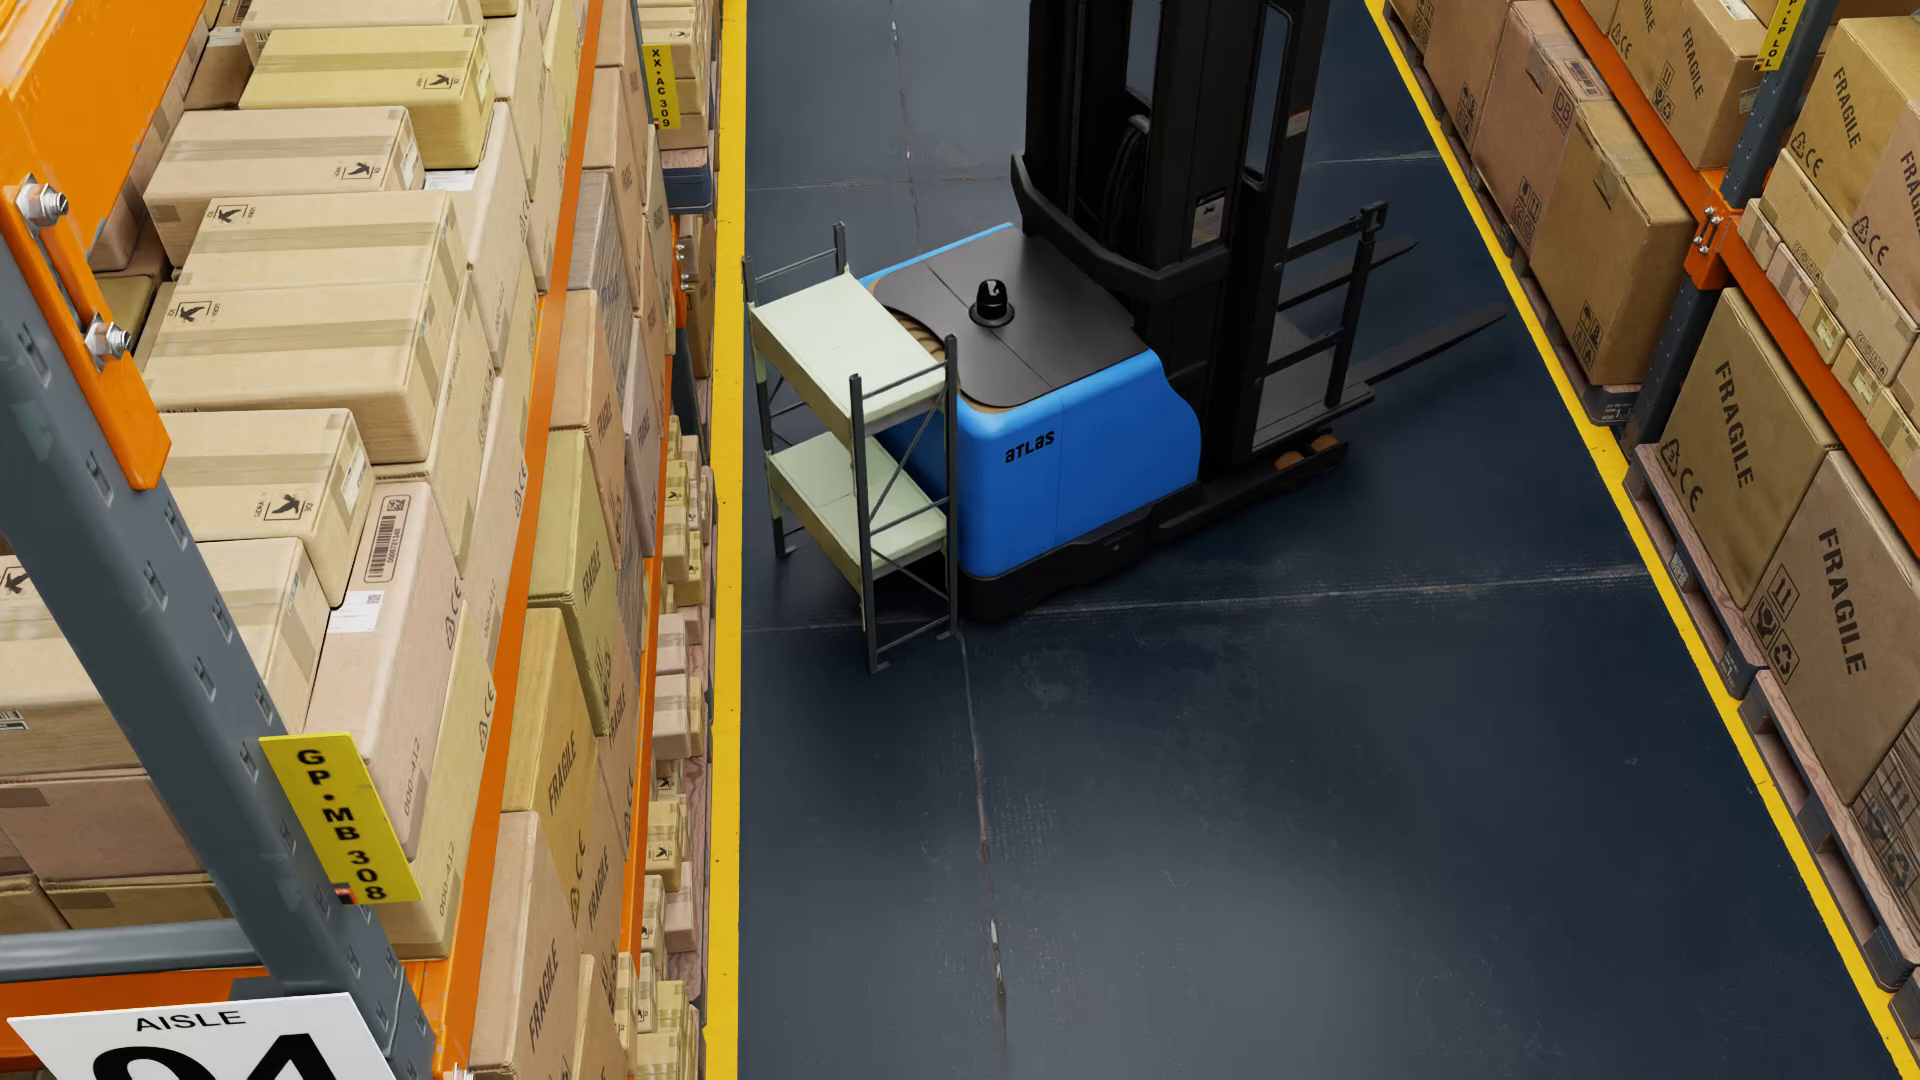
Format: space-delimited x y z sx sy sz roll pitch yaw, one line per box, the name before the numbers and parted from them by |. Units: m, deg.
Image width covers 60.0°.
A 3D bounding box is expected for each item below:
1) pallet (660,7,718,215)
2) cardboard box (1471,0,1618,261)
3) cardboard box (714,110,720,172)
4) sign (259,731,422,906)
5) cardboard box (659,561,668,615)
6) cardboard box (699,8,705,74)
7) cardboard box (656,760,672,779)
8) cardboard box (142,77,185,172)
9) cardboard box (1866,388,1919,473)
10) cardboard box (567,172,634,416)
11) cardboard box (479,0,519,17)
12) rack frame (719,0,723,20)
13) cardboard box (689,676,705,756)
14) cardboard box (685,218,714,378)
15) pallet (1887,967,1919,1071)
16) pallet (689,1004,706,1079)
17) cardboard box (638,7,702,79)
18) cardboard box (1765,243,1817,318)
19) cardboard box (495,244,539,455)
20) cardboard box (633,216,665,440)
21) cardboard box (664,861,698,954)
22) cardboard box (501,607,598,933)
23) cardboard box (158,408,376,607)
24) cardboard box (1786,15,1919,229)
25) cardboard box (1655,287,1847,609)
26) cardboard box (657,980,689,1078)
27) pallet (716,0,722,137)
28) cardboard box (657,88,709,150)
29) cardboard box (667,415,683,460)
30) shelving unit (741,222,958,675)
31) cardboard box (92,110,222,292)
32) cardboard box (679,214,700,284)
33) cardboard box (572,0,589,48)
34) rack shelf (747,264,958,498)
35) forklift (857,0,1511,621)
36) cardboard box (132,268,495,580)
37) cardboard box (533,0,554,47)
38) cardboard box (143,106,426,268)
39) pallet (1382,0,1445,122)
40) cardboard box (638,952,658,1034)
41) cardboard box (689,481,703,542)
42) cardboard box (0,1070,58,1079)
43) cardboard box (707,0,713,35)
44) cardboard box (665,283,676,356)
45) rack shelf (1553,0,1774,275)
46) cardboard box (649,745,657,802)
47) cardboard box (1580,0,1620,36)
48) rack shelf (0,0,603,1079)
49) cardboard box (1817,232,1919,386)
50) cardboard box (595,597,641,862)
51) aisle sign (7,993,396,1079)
pallet | -1.482 -1.708 6.570 1.003 0.211 1.213 -3 47 -3
cardboard box | 3.239 -1.963 7.854 1.225 0.875 0.875 -5 47 -5
cardboard box | -1.482 -2.173 8.311 0.500 0.500 0.500 -5 47 -5
sign | -0.688 0.317 1.853 0.100 0.325 0.005 -3 47 -3
cardboard box | -1.241 0.215 5.881 0.380 0.149 0.250 -2 47 -2
cardboard box | -1.161 -1.873 6.273 0.380 0.149 0.250 -4 47 -4
cardboard box | -1.179 0.683 5.643 0.380 0.149 0.250 -5 47 -5
cardboard box | -1.625 -0.758 2.957 0.380 0.149 0.250 -3 47 -2
cardboard box | 3.171 -0.364 5.339 0.380 0.149 0.250 -4 47 -4
cardboard box | -1.177 -0.624 4.449 0.500 0.500 0.500 -2 47 -2
cardboard box | -1.089 -1.175 3.352 0.380 0.149 0.250 -4 47 -4
rack frame | -1.898 -4.106 8.710 1.000 3.000 0.127 -3 47 -3
cardboard box | -1.104 0.635 5.893 0.380 0.149 0.250 -4 47 -3
cardboard box | -1.361 -1.048 7.245 0.500 0.500 0.500 -2 47 -2
pallet | 3.578 1.839 5.000 1.003 0.211 1.213 -3 47 -3
pallet | -1.267 1.996 4.851 1.003 0.211 1.213 -3 47 -3
cardboard box | -1.138 -1.788 5.988 0.380 0.149 0.250 -1 47 -1
cardboard box | 3.103 -0.930 5.874 0.380 0.149 0.250 -5 47 -5
cardboard box | -1.107 -0.392 3.229 0.500 0.250 0.500 -5 47 -5
cardboard box | -1.199 -0.640 5.153 0.500 0.500 0.500 -5 47 -4
cardboard box | -1.047 1.200 5.359 0.380 0.149 0.250 -6 47 -5
cardboard box | -1.050 0.496 3.389 0.500 0.500 0.500 -2 47 -2
cardboard box | -1.032 -0.041 2.278 0.380 0.149 0.250 -2 47 -2
cardboard box | 3.173 -1.387 5.516 0.500 0.500 0.500 -3 47 -3
cardboard box | 3.363 -0.372 6.347 0.875 0.875 0.875 -3 47 -3
cardboard box | -1.005 1.455 4.912 0.380 0.149 0.250 -2 47 -2
pallet | -1.834 -2.582 9.186 1.003 0.211 1.213 -3 47 -3
cardboard box | -1.138 -1.583 6.204 0.380 0.149 0.250 -6 47 -5
cardboard box | -1.274 -0.339 6.406 0.380 0.149 0.250 -2 47 -2
shelving unit | -0.382 -0.304 6.141 0.431 1.500 0.755 -25 52 -22
cardboard box | -1.605 -0.529 3.014 0.500 0.250 0.500 -3 47 -3
cardboard box | -1.362 -1.306 6.973 0.500 0.250 0.500 -5 47 -5
cardboard box | -1.223 -1.492 4.271 0.500 0.250 0.500 -4 47 -3
rack shelf | -0.382 -0.572 5.858 0.431 0.370 0.720 -25 52 -22
forklift | 1.059 -1.523 6.310 3.031 2.935 1.130 -25 51 -22
cardboard box | -1.051 -0.181 2.685 0.500 0.250 0.500 -4 47 -4
cardboard box | -1.191 -1.292 3.737 0.500 0.250 0.500 -2 47 -2
cardboard box | -1.128 -0.598 2.805 0.380 0.149 0.250 -2 47 -2
pallet | 3.044 -2.801 9.394 1.003 0.211 1.213 -3 47 -3
cardboard box | -1.073 1.357 4.800 0.380 0.149 0.250 -6 47 -5
cardboard box | -1.185 -0.075 6.361 0.380 0.149 0.250 -6 47 -5
cardboard box | -1.514 0.885 3.020 0.500 0.500 0.500 -4 47 -4
cardboard box | -1.204 -2.146 6.737 0.380 0.149 0.250 -3 47 -3
cardboard box | -1.176 -0.754 5.707 0.380 0.149 0.250 -5 47 -4
rack shelf | 3.220 -2.640 7.817 1.077 0.370 4.000 -3 47 -3
cardboard box | -1.180 0.786 5.340 0.380 0.149 0.250 -3 47 -3
cardboard box | 2.991 -2.533 7.151 0.500 0.500 0.500 -4 47 -4
rack shelf | -1.396 -0.549 3.770 1.077 0.370 4.000 -3 47 -3
cardboard box | 3.203 -0.775 5.453 0.500 0.250 0.500 -4 47 -3
cardboard box | -1.089 0.463 4.109 0.500 0.500 0.500 -3 47 -3
aisle sign | -0.923 0.822 2.251 0.394 0.787 0.004 -3 47 -3
